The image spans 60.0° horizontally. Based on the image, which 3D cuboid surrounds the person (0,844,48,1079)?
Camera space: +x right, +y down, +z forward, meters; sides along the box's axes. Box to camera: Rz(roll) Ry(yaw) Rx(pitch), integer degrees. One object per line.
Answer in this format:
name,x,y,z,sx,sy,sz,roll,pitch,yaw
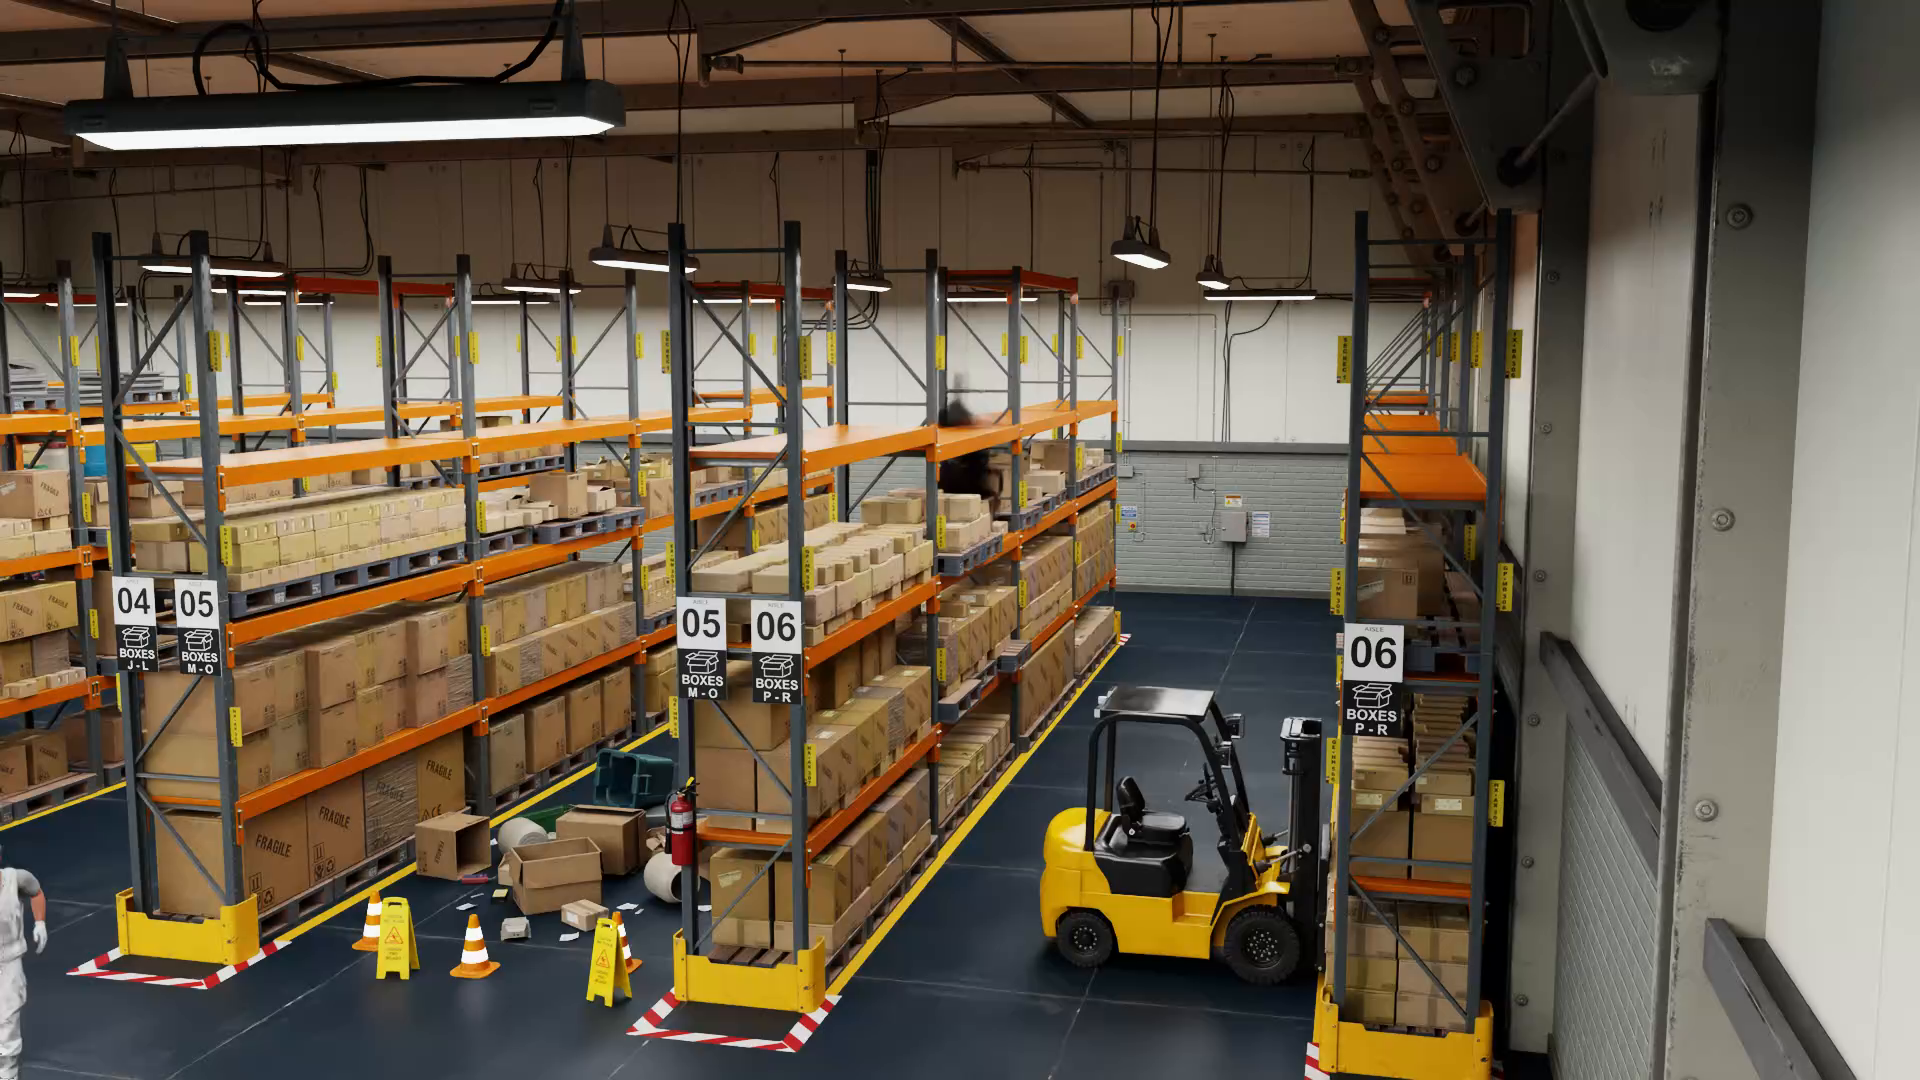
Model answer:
person,-6.637,2.887,11.421,0.683,1.803,0.880,-4,8,-31
